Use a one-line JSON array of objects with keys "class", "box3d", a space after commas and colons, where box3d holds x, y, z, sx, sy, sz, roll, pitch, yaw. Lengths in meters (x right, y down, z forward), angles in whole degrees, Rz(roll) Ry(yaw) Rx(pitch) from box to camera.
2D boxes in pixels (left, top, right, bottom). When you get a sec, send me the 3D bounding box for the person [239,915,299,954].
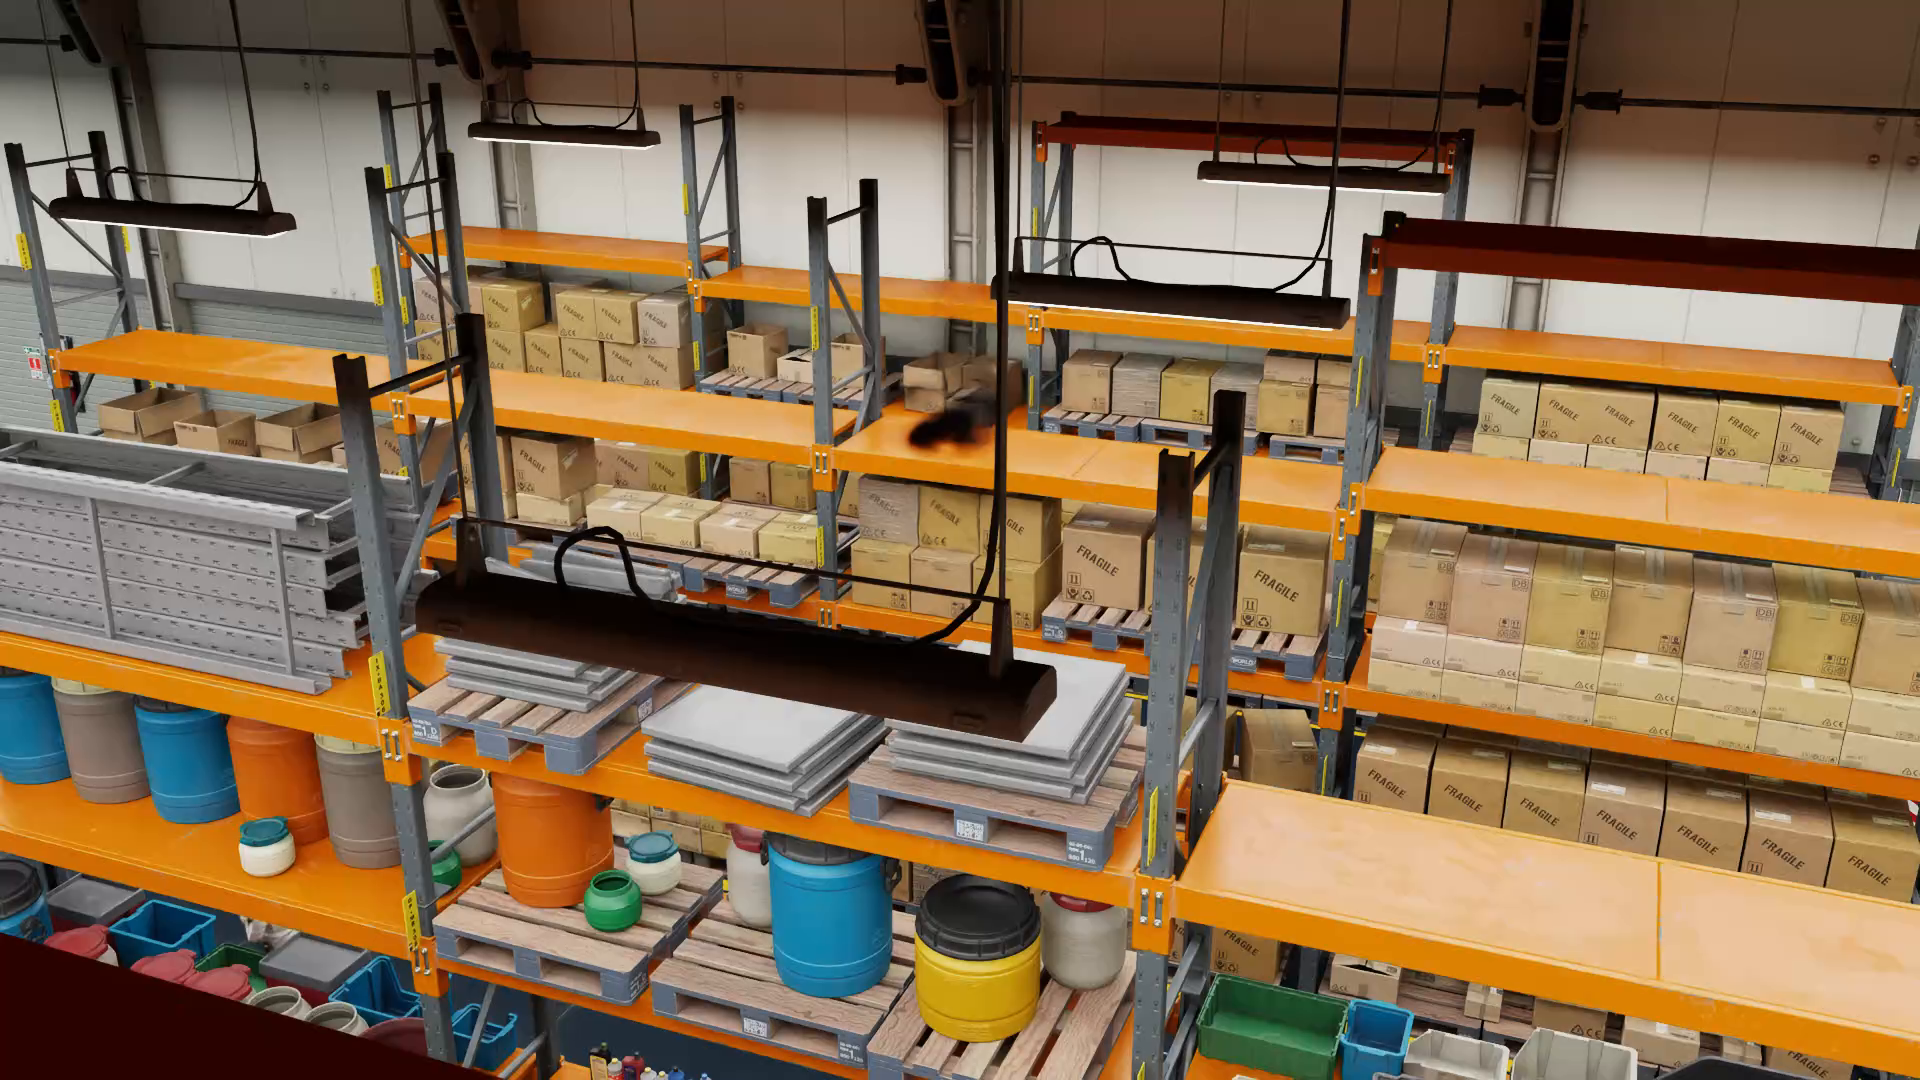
[{"class": "person", "box3d": [-4.985, 2.964, 12.224, 0.611, 1.669, 0.598, 4, 21, 11]}]
